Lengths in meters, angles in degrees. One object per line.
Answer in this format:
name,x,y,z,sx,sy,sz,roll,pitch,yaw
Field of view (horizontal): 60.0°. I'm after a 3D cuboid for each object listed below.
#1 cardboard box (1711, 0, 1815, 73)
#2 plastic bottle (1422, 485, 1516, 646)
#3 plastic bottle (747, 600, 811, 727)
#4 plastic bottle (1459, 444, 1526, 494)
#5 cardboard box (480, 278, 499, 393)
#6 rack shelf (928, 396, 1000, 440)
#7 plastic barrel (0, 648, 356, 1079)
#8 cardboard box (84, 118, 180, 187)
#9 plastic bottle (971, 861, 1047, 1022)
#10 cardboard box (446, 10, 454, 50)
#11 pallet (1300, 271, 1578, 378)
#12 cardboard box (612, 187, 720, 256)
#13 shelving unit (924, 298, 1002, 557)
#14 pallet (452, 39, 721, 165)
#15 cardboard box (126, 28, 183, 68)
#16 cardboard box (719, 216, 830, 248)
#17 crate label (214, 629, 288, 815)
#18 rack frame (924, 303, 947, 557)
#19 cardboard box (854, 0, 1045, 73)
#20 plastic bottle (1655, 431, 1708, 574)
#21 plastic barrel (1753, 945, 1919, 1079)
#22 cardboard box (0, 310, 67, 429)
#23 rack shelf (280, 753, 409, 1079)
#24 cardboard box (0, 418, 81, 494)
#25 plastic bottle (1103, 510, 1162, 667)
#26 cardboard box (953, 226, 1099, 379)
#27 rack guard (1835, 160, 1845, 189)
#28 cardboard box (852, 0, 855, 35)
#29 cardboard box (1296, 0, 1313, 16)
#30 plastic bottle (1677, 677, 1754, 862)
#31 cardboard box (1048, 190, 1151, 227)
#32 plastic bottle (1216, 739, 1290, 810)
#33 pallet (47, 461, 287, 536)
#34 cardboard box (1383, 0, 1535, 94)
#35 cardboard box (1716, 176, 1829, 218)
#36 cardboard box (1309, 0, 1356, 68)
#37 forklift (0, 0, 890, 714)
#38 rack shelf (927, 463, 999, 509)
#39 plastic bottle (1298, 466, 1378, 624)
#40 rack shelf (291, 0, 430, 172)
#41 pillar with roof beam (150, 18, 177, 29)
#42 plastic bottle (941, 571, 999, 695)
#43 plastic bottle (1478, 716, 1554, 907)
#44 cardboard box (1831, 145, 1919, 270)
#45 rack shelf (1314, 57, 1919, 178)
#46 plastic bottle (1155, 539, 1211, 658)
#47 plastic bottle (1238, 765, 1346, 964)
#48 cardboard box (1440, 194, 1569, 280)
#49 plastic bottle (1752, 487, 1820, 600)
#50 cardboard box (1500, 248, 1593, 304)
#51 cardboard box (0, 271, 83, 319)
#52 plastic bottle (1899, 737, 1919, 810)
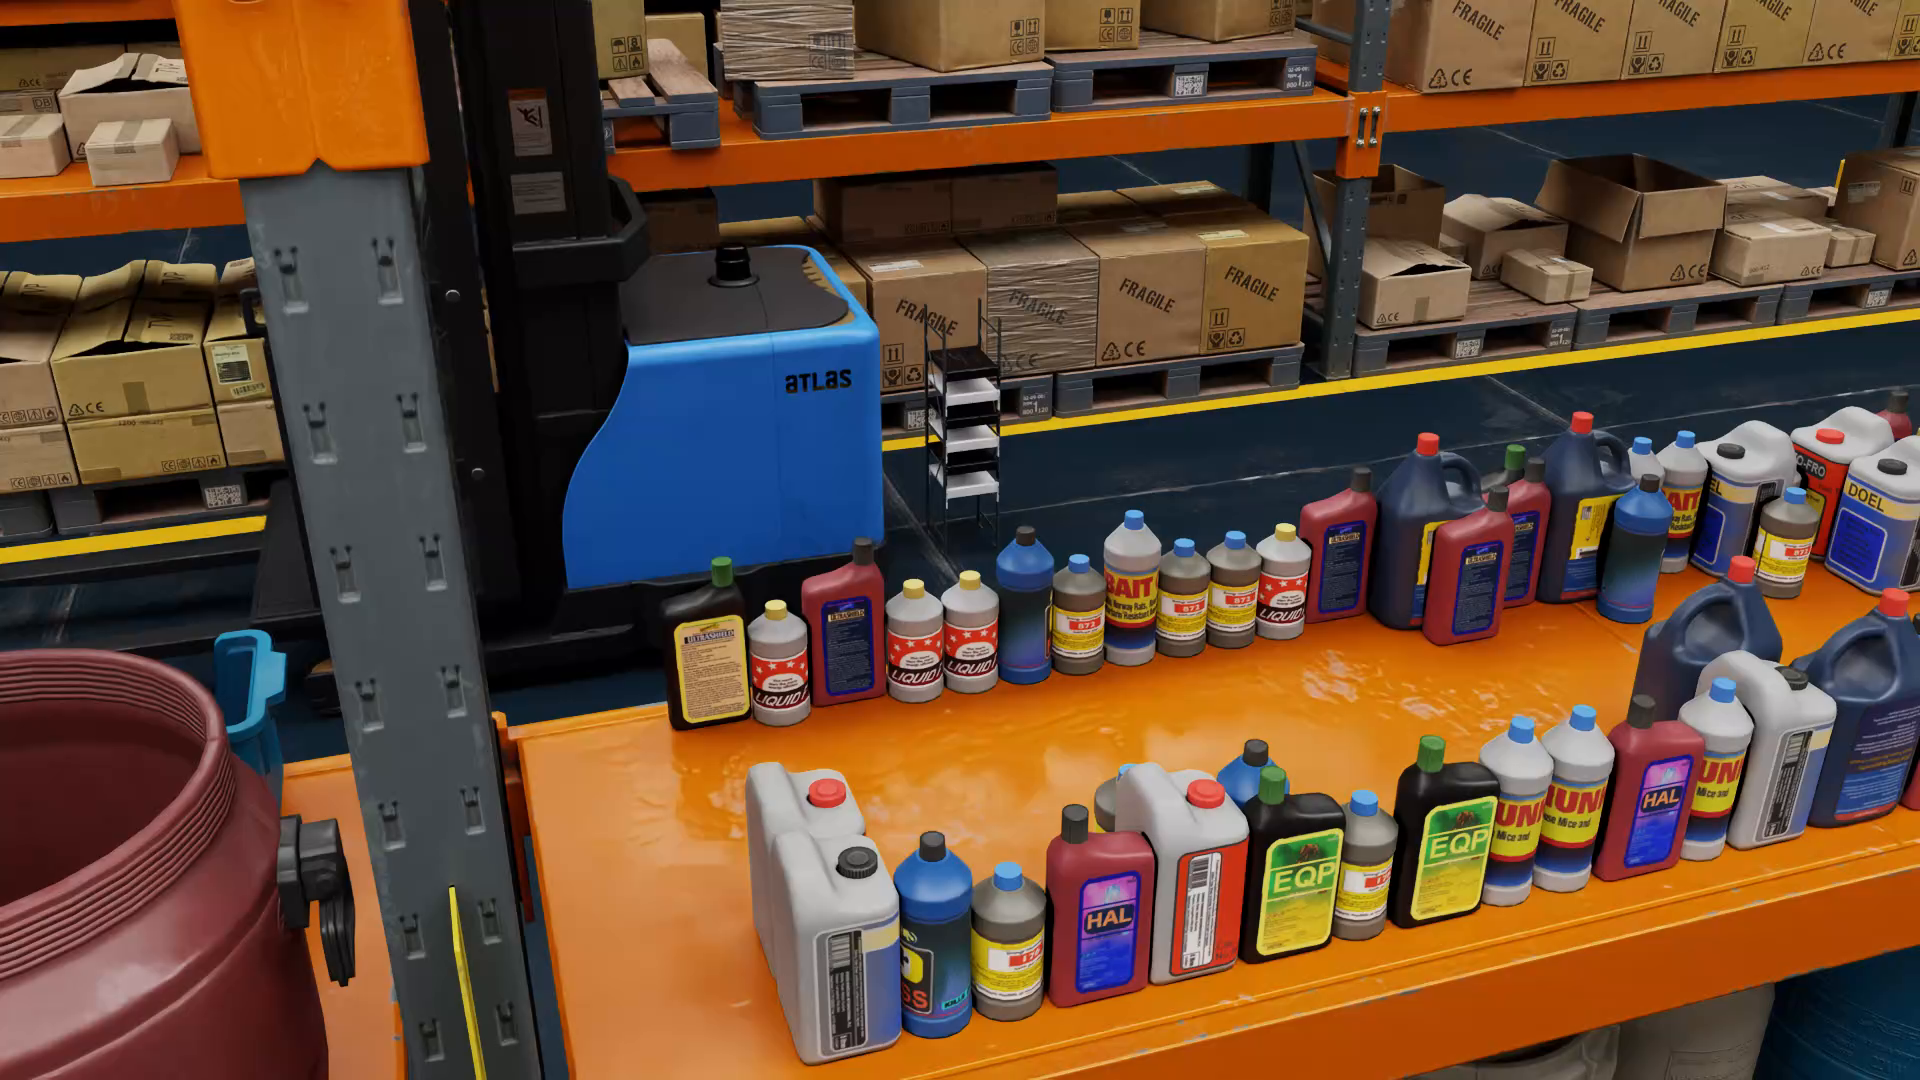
cardboard box,3.624,-2.507,7.814,0.500,0.500,0.500,-9,28,-17
plastic bottle,0.896,0.043,2.920,0.133,0.283,0.061,-8,28,-16
plastic bottle,-0.295,0.194,2.710,0.097,0.201,0.097,0,26,0
plastic bottle,0.979,-0.036,3.080,0.133,0.283,0.061,-8,28,-16
cardboard box,-1.672,-0.765,6.734,0.500,0.500,0.500,-7,27,-14
rack shelf,0.008,-0.455,6.027,0.200,0.077,0.258,-8,28,-16
plastic barrel,-1.011,0.480,1.756,0.708,0.536,0.600,-8,28,-16
cardboard box,-2.963,-1.392,5.964,0.250,0.149,0.380,-8,28,-16
plastic bottle,0.060,0.497,2.098,0.097,0.201,0.097,0,26,0
cardboard box,-2.991,-3.111,11.088,0.750,0.750,0.750,-9,28,-17
pallet,2.263,-1.142,8.312,1.213,0.211,1.003,-8,28,-16
cardboard box,-1.325,-1.397,7.163,0.500,0.250,0.500,-7,27,-14
shelving unit,0.008,-0.404,6.052,0.210,0.900,0.258,-8,28,-16
pallet,-1.571,-1.783,6.684,1.003,0.211,1.213,-8,28,-16
cardboard box,-4.961,-3.080,10.553,0.500,0.250,0.500,-8,27,-15
cardboard box,-0.885,-1.122,7.454,0.500,0.500,0.500,-9,28,-18
crate label,-1.180,0.324,2.413,0.416,0.233,0.303,-8,28,-16
rack frame,-0.089,-0.390,6.024,0.006,0.900,0.240,-8,28,-16
cardboard box,-0.051,-2.260,6.844,0.500,0.500,0.700,-16,31,-29
plastic bottle,1.362,-0.078,3.178,0.097,0.271,0.097,0,26,0
plastic barrel,1.944,0.715,3.323,0.708,0.901,0.600,-8,28,-16
cardboard box,-3.588,-0.635,6.144,0.500,0.311,0.500,-8,28,-16
rack shelf,-2.565,0.947,1.779,4.000,0.370,1.077,-8,28,-16
cardboard box,-3.586,-0.386,6.275,0.500,0.250,0.500,-8,27,-15
plastic bottle,0.294,0.077,2.866,0.097,0.271,0.097,0,26,0
cardboard box,0.280,-1.051,7.311,0.500,0.500,0.500,-8,27,-15
rack guard,5.341,-1.717,9.147,0.348,0.500,1.175,-8,28,-16
cardboard box,-0.506,-3.471,11.814,0.750,0.750,0.750,-8,27,-15
cardboard box,2.578,-4.159,12.864,0.250,0.149,0.380,-8,28,-16
plastic bottle,1.065,0.320,2.376,0.097,0.271,0.097,0,26,0
cardboard box,0.571,-1.332,7.876,0.500,0.500,0.500,-8,27,-15
plastic bottle,0.388,0.390,2.236,0.097,0.271,0.097,0,26,0
pallet,-2.988,-0.400,6.818,1.213,0.211,1.003,-8,28,-16
cardboard box,2.179,-2.296,7.390,0.500,0.500,0.500,-8,27,-15
cardboard box,4.333,-1.789,9.078,0.500,0.250,0.500,-8,28,-16
cardboard box,2.006,-2.519,7.838,0.500,0.500,0.500,-8,27,-15
forklift,-1.816,-1.036,5.041,3.031,2.935,1.130,-8,27,-15
rack shelf,0.008,-0.213,6.147,0.200,0.077,0.258,-8,28,-16
plastic bottle,0.676,0.008,2.992,0.133,0.283,0.061,-8,28,-16
rack shelf,1.238,-0.948,2.221,4.000,0.370,1.077,-8,28,-16
pillar with roof beam,-3.902,-4.893,5.987,0.400,9.000,9.100,-8,28,-16
plastic bottle,0.017,0.149,2.801,0.097,0.201,0.097,0,26,0
plastic bottle,0.753,0.366,2.285,0.097,0.271,0.097,0,26,0
cardboard box,4.972,-1.746,8.709,0.500,0.500,0.500,-8,28,-16
rack shelf,3.511,-2.250,8.217,4.000,0.370,1.077,-8,28,-16
plastic bottle,0.387,0.095,2.909,0.097,0.201,0.097,0,26,0
plastic bottle,0.430,0.416,2.171,0.133,0.283,0.061,-8,28,-16
cardboard box,2.777,-1.591,8.610,0.500,0.311,0.500,-8,28,-16
plastic bottle,1.537,0.000,3.101,0.097,0.201,0.097,0,26,0
cardboard box,2.895,-1.314,8.215,0.250,0.166,0.380,-8,28,-16
cardboard box,-3.765,-0.860,6.599,0.500,0.311,0.500,-9,28,-17
plastic bottle,1.484,0.263,2.478,0.133,0.283,0.061,-8,28,-16
